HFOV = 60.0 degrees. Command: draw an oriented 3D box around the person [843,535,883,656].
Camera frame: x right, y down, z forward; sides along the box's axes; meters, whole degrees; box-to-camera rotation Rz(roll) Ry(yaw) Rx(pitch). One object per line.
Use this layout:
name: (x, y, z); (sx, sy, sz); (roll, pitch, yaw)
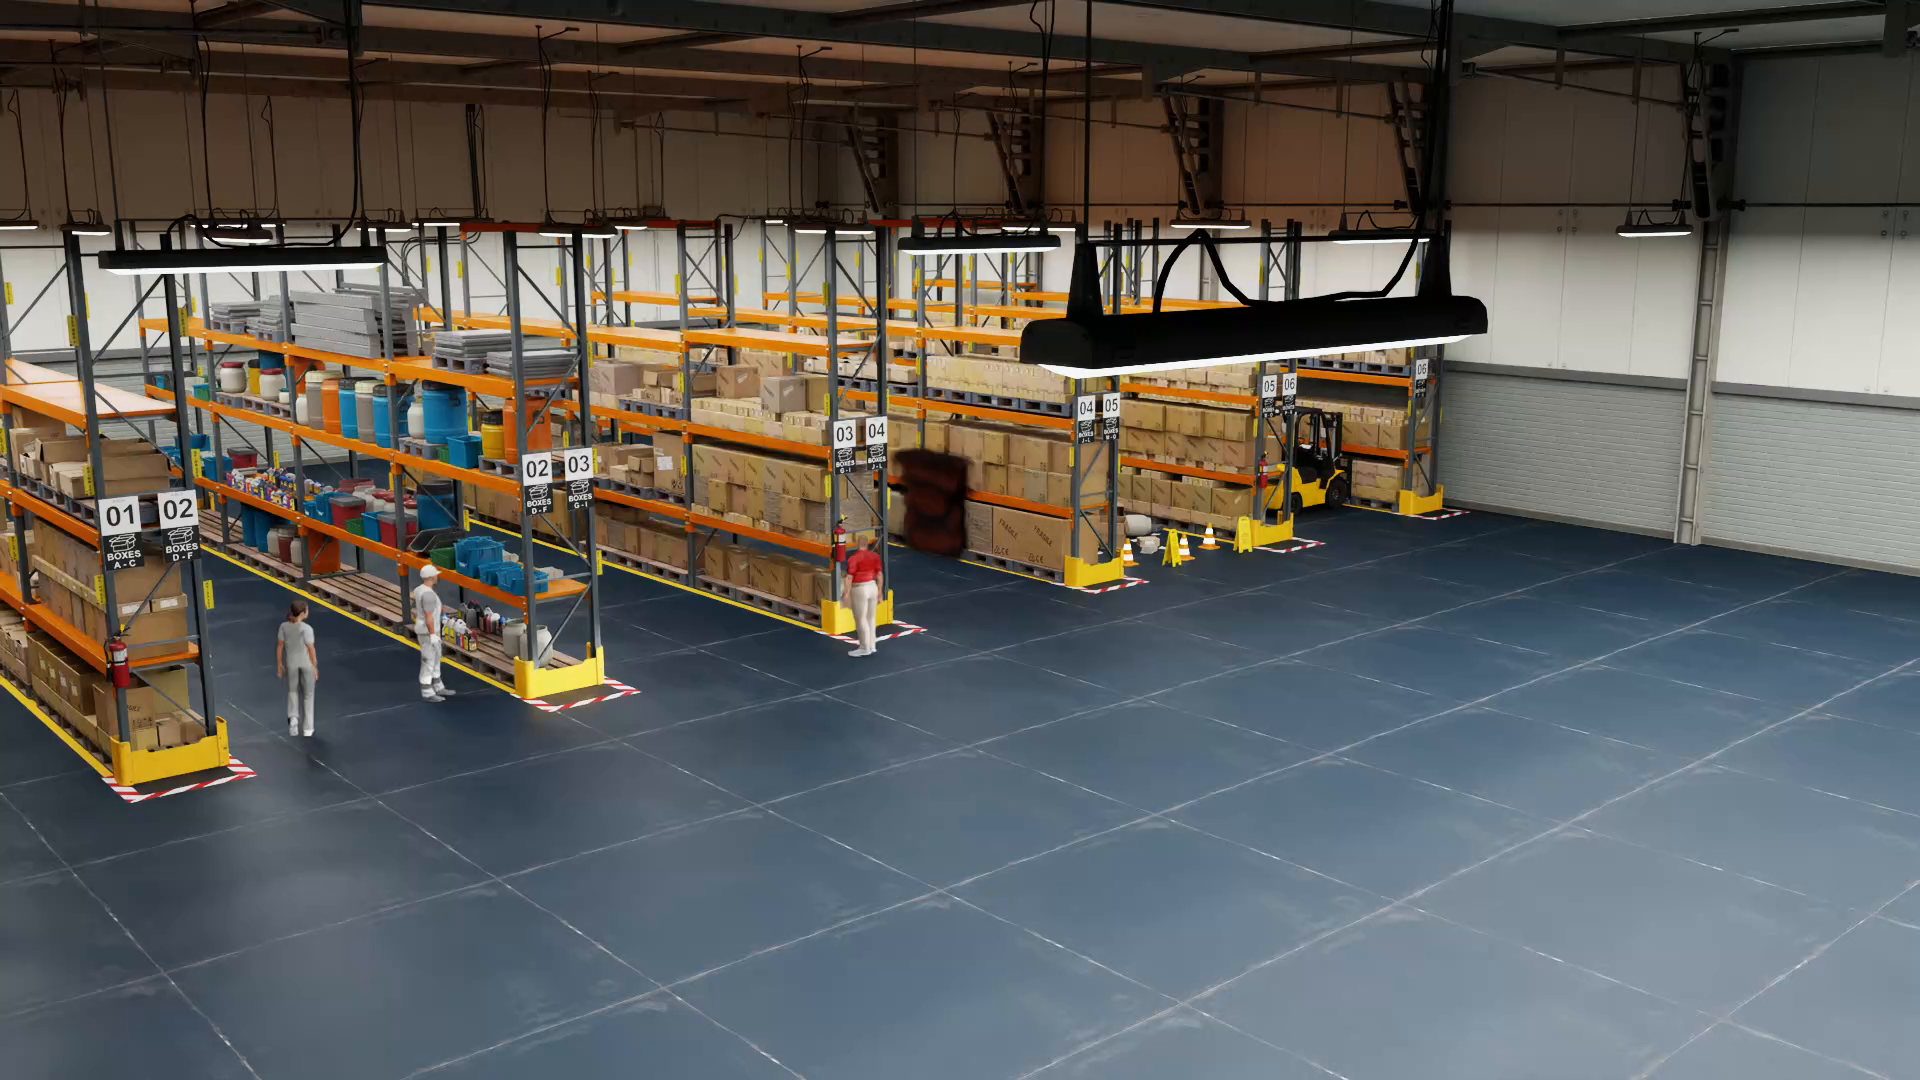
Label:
person: (-1.379, 0.785, 23.662); (0.602, 1.756, 0.408); (-9, 14, -37)

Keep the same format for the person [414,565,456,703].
person: (-6.797, 1.199, 21.439); (0.436, 1.790, 0.606); (-2, 12, -9)

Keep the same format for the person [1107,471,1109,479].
person: (3.344, -2.031, 37.709); (0.354, 1.674, 0.519); (-6, 13, -29)

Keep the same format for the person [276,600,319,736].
person: (-7.944, 1.546, 19.925); (0.481, 1.663, 0.498); (-2, 12, -10)
